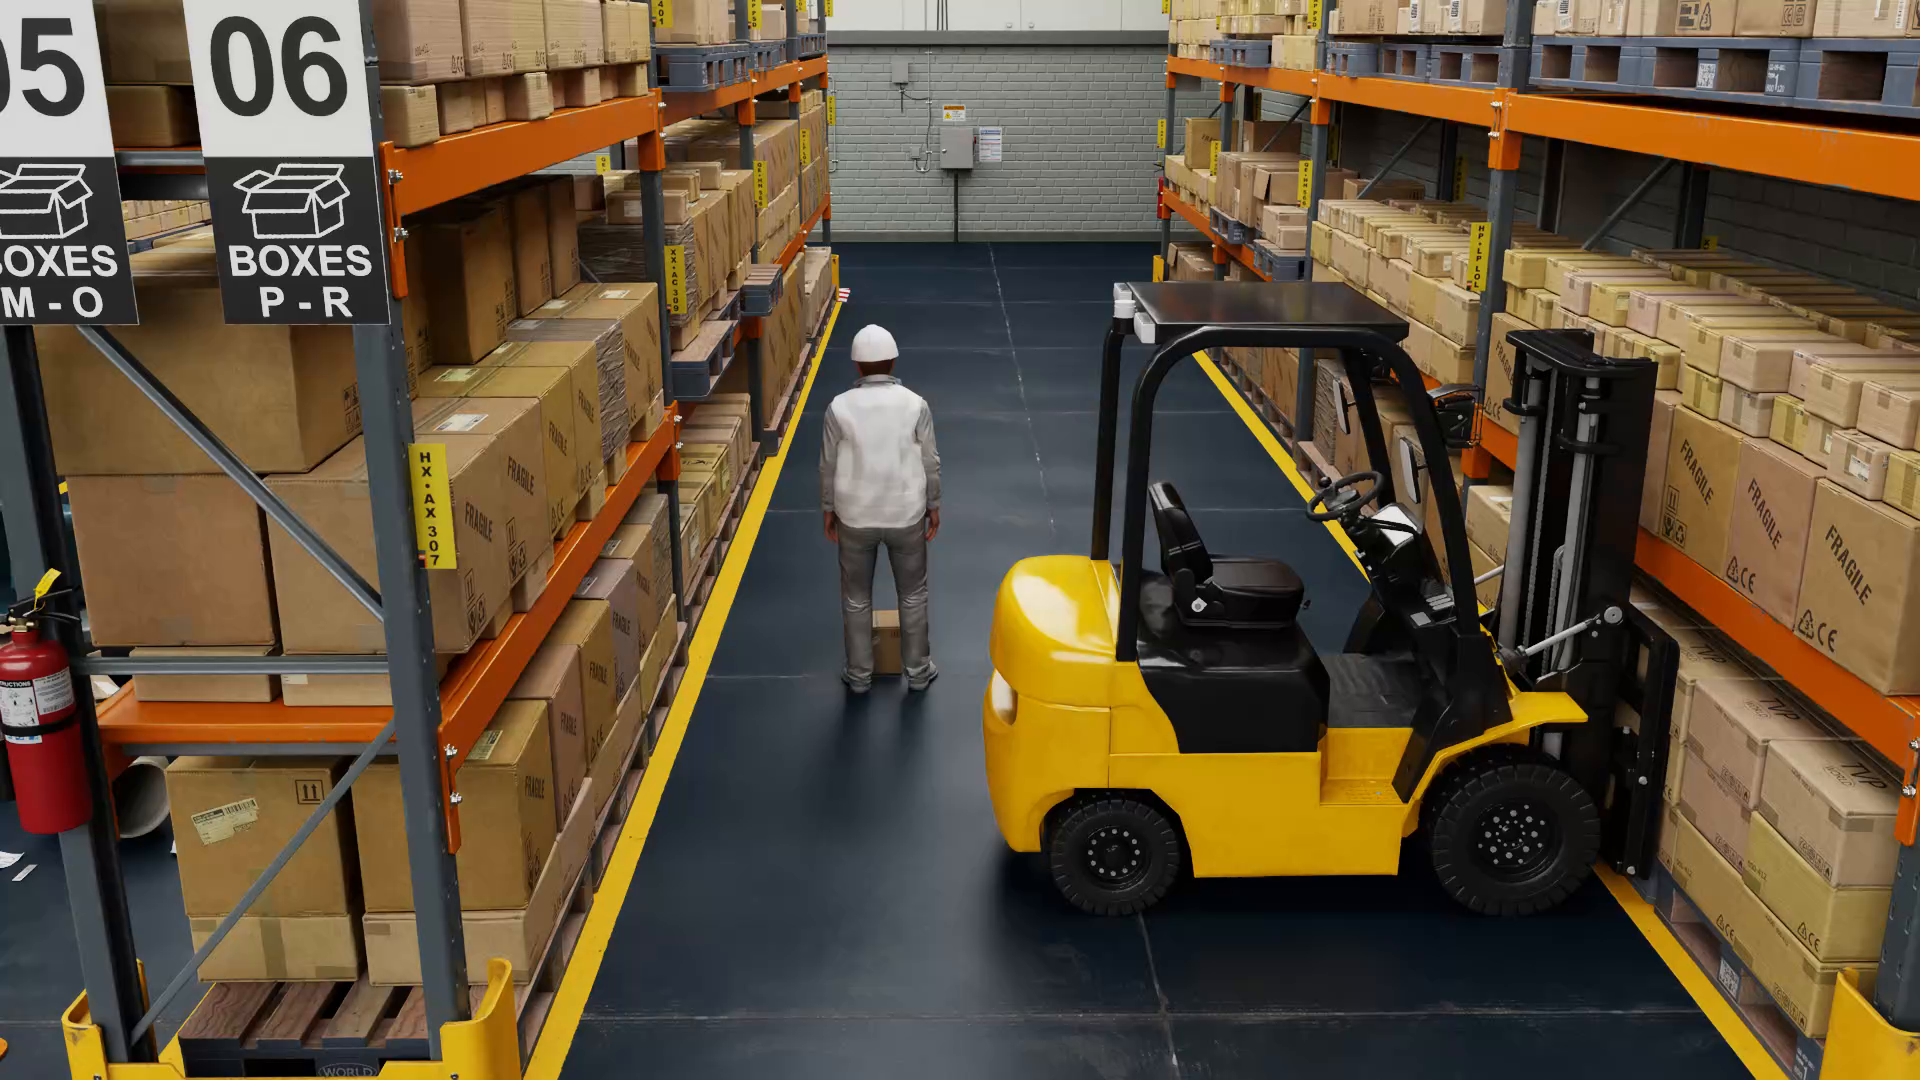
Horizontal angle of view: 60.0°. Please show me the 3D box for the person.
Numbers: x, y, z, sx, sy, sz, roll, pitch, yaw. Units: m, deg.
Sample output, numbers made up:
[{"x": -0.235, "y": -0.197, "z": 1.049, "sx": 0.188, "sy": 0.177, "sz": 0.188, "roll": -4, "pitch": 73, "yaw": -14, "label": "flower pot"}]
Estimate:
[{"x": -0.378, "y": -0.135, "z": 7.941, "sx": 0.579, "sy": 1.770, "sz": 0.465, "roll": -1, "pitch": 17, "yaw": -4, "label": "person"}]
